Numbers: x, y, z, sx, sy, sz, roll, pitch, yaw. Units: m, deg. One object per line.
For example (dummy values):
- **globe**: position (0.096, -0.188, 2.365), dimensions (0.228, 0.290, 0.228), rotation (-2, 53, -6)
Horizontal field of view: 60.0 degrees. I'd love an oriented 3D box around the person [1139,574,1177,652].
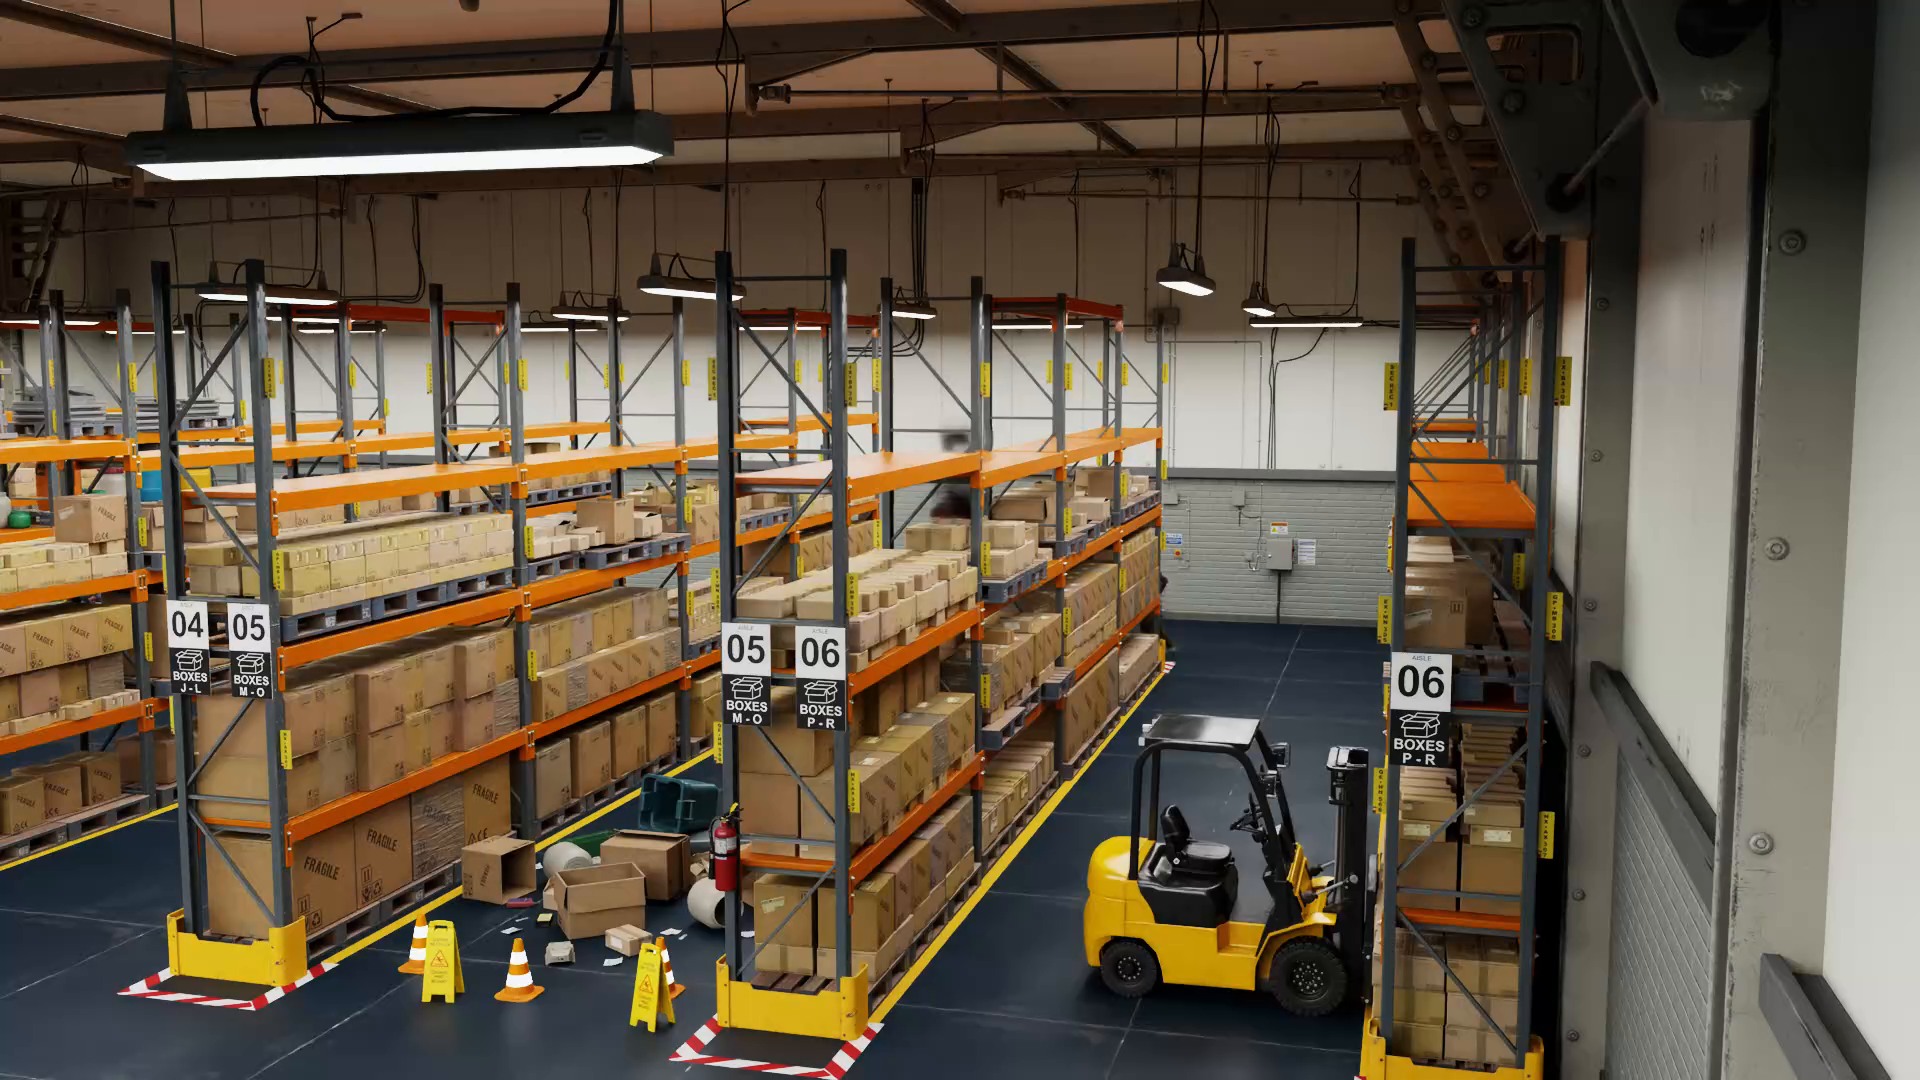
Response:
- **person**: position (3.408, 1.194, 29.451), dimensions (0.820, 1.740, 0.842), rotation (4, 7, 30)
